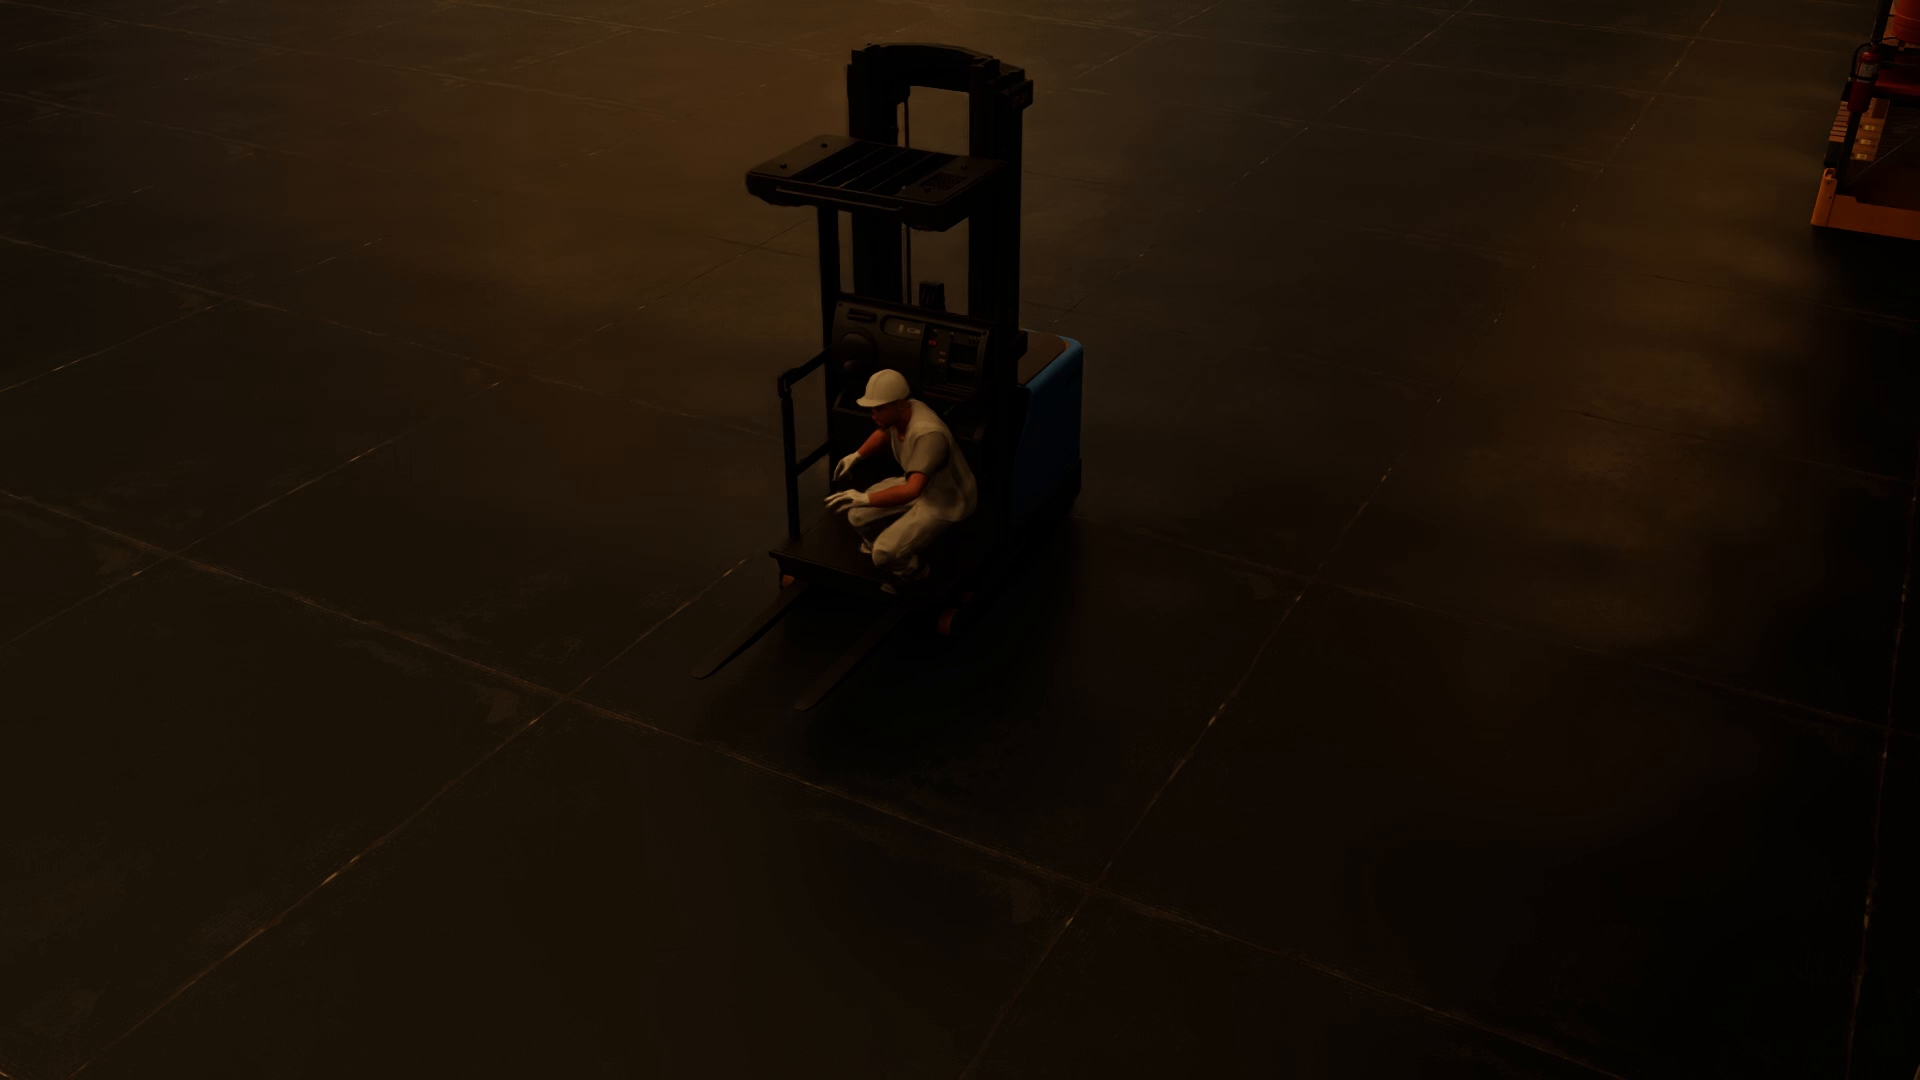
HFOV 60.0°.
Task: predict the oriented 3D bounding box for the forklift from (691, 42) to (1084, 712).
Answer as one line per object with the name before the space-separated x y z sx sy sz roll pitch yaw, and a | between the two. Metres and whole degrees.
forklift | -0.367 -0.990 8.785 1.130 2.935 3.031 14 33 23

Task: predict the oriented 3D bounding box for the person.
person | -0.415 -0.251 8.481 0.930 1.432 1.123 -16 33 -25
